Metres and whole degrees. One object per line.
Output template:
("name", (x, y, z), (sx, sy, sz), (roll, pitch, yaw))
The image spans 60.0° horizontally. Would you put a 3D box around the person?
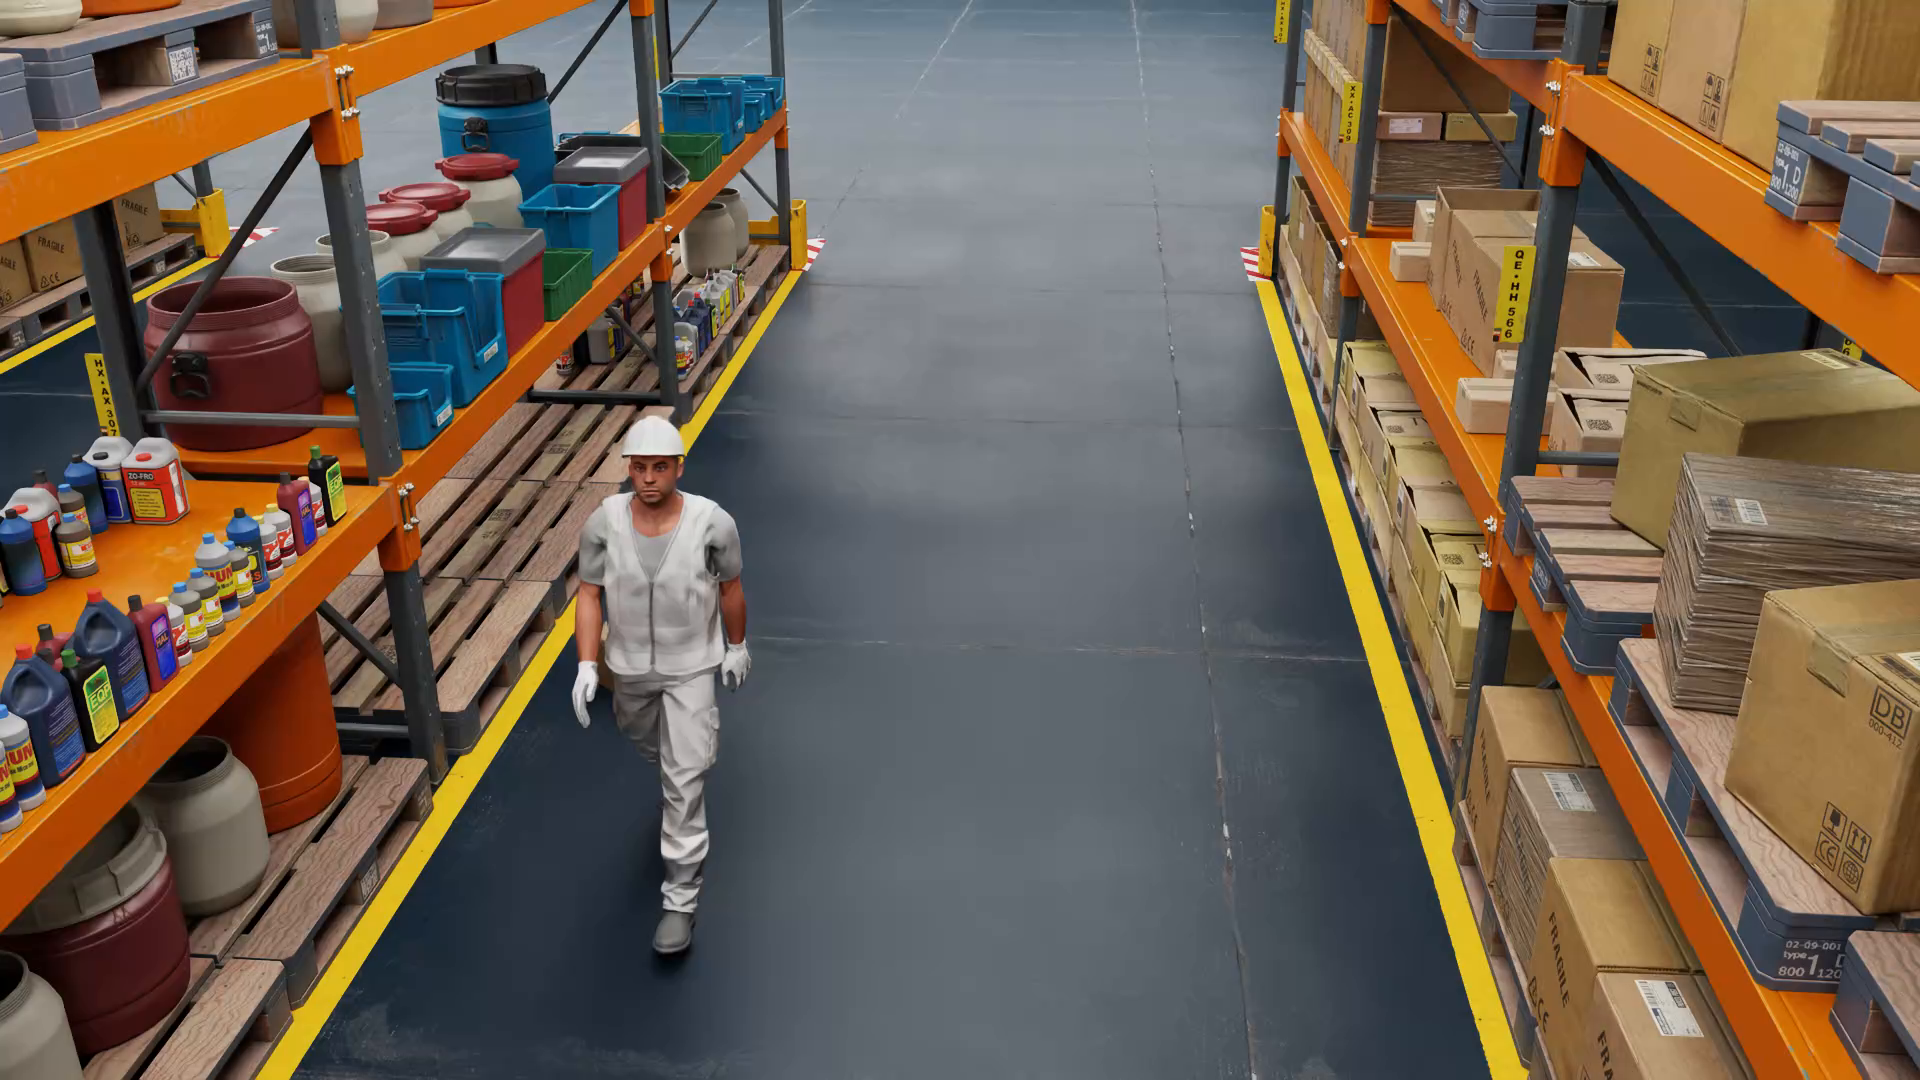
("person", (-1.016, 0.421, 5.658), (0.537, 1.742, 1.066), (2, 24, 5))
